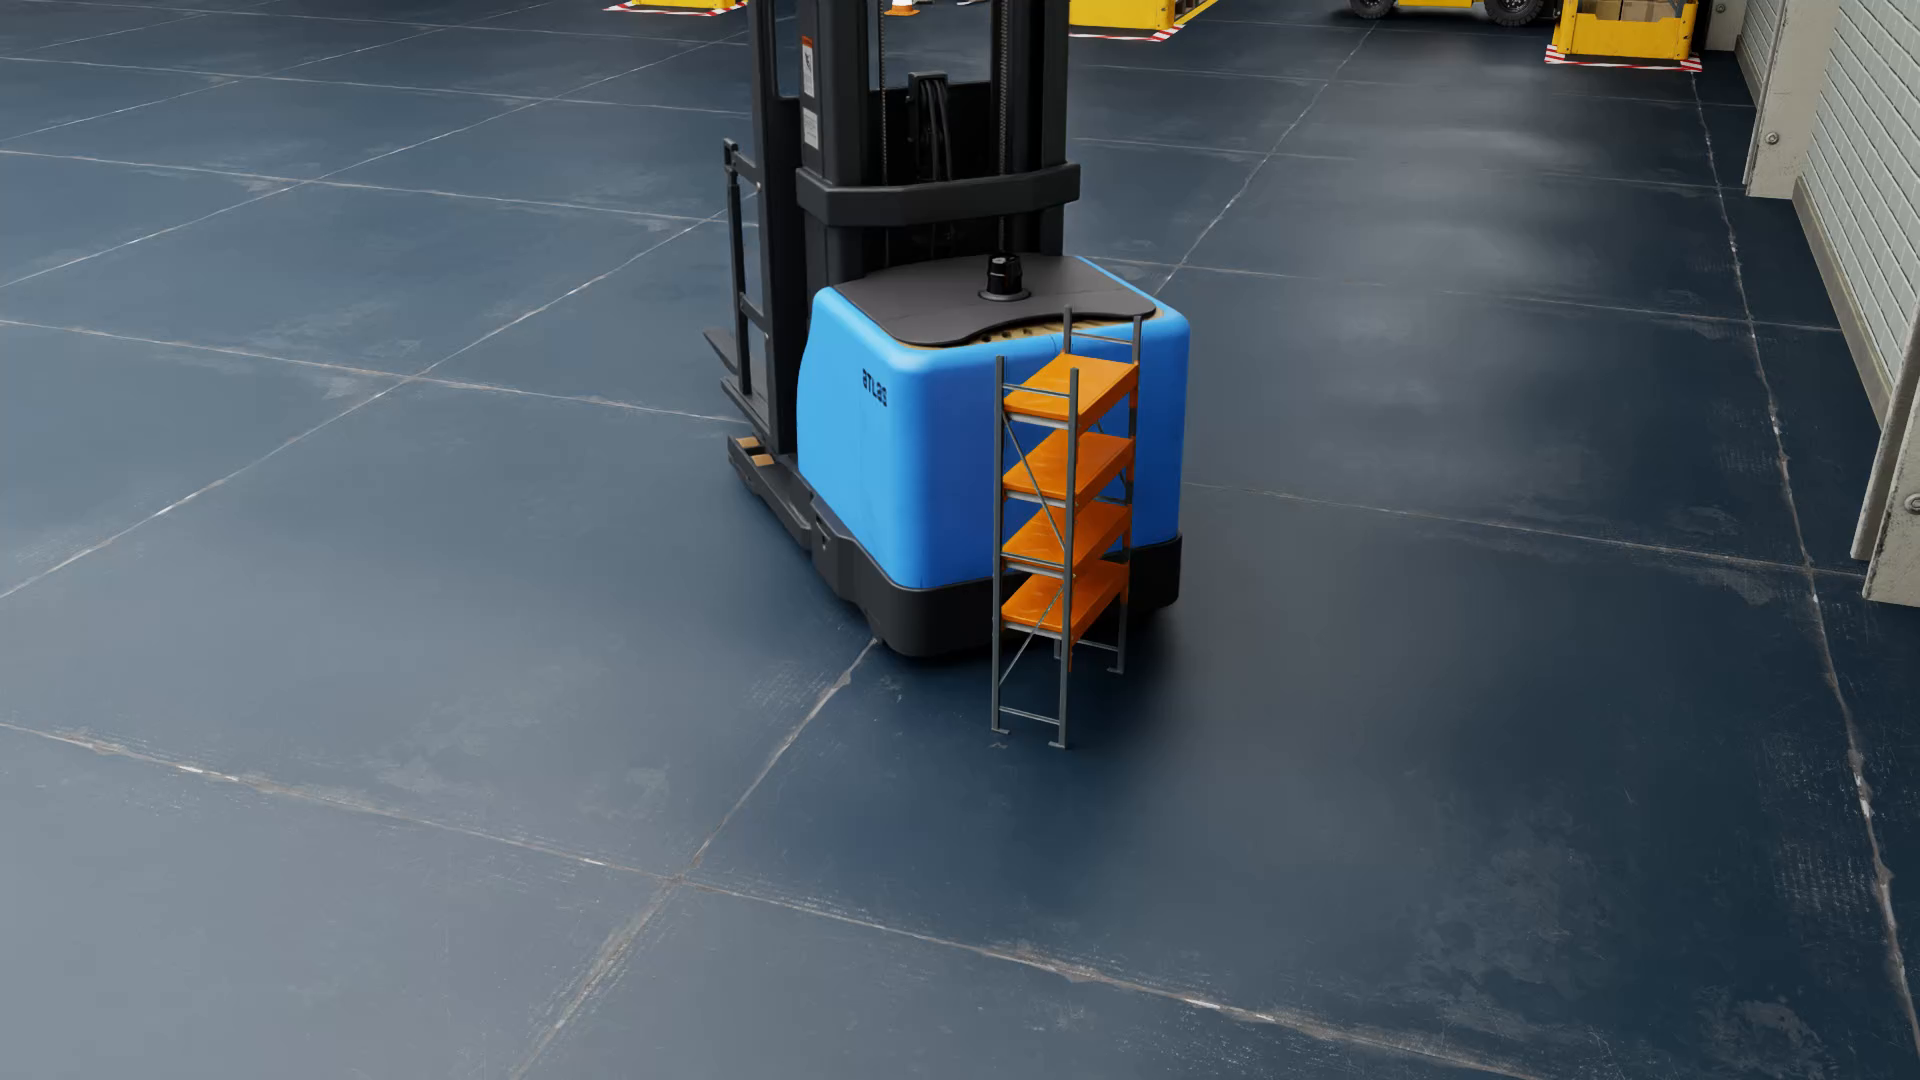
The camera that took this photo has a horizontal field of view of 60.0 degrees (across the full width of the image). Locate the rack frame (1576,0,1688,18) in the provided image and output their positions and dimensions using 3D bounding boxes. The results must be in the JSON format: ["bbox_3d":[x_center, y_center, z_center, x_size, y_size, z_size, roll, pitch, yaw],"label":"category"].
[{"bbox_3d":[6.288,-5.978,15.155,1.000,3.000,0.127,9,27,17],"label":"rack frame"}]

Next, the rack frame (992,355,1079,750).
[{"bbox_3d":[0.208,0.060,4.750,0.240,1.200,0.015,12,28,23],"label":"rack frame"}]

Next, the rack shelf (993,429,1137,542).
[{"bbox_3d":[0.314,-0.177,4.880,0.258,0.148,0.480,12,28,23],"label":"rack shelf"}]

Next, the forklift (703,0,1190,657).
[{"bbox_3d":[-0.297,-1.561,6.111,1.130,2.935,3.031,-11,28,-21],"label":"forklift"}]

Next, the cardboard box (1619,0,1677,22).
[{"bbox_3d":[6.636,-5.103,16.021,0.500,0.250,0.500,9,27,18],"label":"cardboard box"}]

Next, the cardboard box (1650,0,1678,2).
[{"bbox_3d":[6.641,-5.318,15.891,0.500,0.250,0.500,9,27,18],"label":"cardboard box"}]

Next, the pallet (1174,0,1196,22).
[{"bbox_3d":[1.935,-5.801,17.990,1.003,0.211,1.213,9,27,17],"label":"pallet"}]

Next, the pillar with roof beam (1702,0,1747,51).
[{"bbox_3d":[3.310,-9.458,15.458,9.100,9.000,0.400,9,27,17],"label":"pillar with roof beam"}]

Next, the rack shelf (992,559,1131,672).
[{"bbox_3d":[0.314,0.203,5.064,0.258,0.148,0.480,12,28,23],"label":"rack shelf"}]

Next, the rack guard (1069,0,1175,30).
[{"bbox_3d":[1.632,-5.603,17.248,1.175,0.500,0.348,9,27,17],"label":"rack guard"}]

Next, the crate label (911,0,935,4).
[{"bbox_3d":[-0.424,-6.125,18.744,0.250,0.136,0.298,-5,26,-9],"label":"crate label"}]

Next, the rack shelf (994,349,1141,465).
[{"bbox_3d":[0.314,-0.390,4.777,0.258,0.148,0.480,12,28,23],"label":"rack shelf"}]

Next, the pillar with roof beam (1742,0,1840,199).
[{"bbox_3d":[1.314,-6.992,10.366,9.100,9.000,0.400,9,27,17],"label":"pillar with roof beam"}]

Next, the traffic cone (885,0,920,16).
[{"bbox_3d":[-0.627,-5.940,17.987,0.336,0.463,0.334,9,27,17],"label":"traffic cone"}]

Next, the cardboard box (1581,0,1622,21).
[{"bbox_3d":[6.147,-5.169,16.156,0.500,0.250,0.500,9,27,18],"label":"cardboard box"}]

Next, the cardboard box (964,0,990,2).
[{"bbox_3d":[0.137,-6.245,18.977,0.250,0.149,0.380,-20,33,-36],"label":"cardboard box"}]

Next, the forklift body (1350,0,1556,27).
[{"bbox_3d":[5.199,-6.640,17.496,2.313,2.155,1.214,9,27,17],"label":"forklift body"}]

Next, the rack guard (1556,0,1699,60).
[{"bbox_3d":[6.280,-4.843,15.680,1.175,0.500,0.348,9,27,17],"label":"rack guard"}]

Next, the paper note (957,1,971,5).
[{"bbox_3d":[0.044,-6.037,18.684,0.148,0.019,0.142,0,26,-1],"label":"paper note"}]

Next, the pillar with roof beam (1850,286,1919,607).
[{"bbox_3d":[-0.683,-4.527,5.273,9.100,9.000,0.400,9,27,17],"label":"pillar with roof beam"}]

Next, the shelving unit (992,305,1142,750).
[{"bbox_3d":[0.314,-0.036,4.948,0.258,1.200,0.503,12,28,23],"label":"shelving unit"}]

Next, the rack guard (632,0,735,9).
[{"bbox_3d":[-3.103,-6.238,18.560,1.175,0.500,0.348,9,27,17],"label":"rack guard"}]

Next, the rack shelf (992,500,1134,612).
[{"bbox_3d":[0.314,0.024,4.977,0.258,0.148,0.480,12,28,23],"label":"rack shelf"}]

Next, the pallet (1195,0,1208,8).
[{"bbox_3d":[2.343,-6.301,19.022,1.003,0.211,1.213,9,27,17],"label":"pallet"}]

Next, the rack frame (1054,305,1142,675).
[{"bbox_3d":[0.419,-0.132,5.146,0.240,1.200,0.015,12,28,23],"label":"rack frame"}]
